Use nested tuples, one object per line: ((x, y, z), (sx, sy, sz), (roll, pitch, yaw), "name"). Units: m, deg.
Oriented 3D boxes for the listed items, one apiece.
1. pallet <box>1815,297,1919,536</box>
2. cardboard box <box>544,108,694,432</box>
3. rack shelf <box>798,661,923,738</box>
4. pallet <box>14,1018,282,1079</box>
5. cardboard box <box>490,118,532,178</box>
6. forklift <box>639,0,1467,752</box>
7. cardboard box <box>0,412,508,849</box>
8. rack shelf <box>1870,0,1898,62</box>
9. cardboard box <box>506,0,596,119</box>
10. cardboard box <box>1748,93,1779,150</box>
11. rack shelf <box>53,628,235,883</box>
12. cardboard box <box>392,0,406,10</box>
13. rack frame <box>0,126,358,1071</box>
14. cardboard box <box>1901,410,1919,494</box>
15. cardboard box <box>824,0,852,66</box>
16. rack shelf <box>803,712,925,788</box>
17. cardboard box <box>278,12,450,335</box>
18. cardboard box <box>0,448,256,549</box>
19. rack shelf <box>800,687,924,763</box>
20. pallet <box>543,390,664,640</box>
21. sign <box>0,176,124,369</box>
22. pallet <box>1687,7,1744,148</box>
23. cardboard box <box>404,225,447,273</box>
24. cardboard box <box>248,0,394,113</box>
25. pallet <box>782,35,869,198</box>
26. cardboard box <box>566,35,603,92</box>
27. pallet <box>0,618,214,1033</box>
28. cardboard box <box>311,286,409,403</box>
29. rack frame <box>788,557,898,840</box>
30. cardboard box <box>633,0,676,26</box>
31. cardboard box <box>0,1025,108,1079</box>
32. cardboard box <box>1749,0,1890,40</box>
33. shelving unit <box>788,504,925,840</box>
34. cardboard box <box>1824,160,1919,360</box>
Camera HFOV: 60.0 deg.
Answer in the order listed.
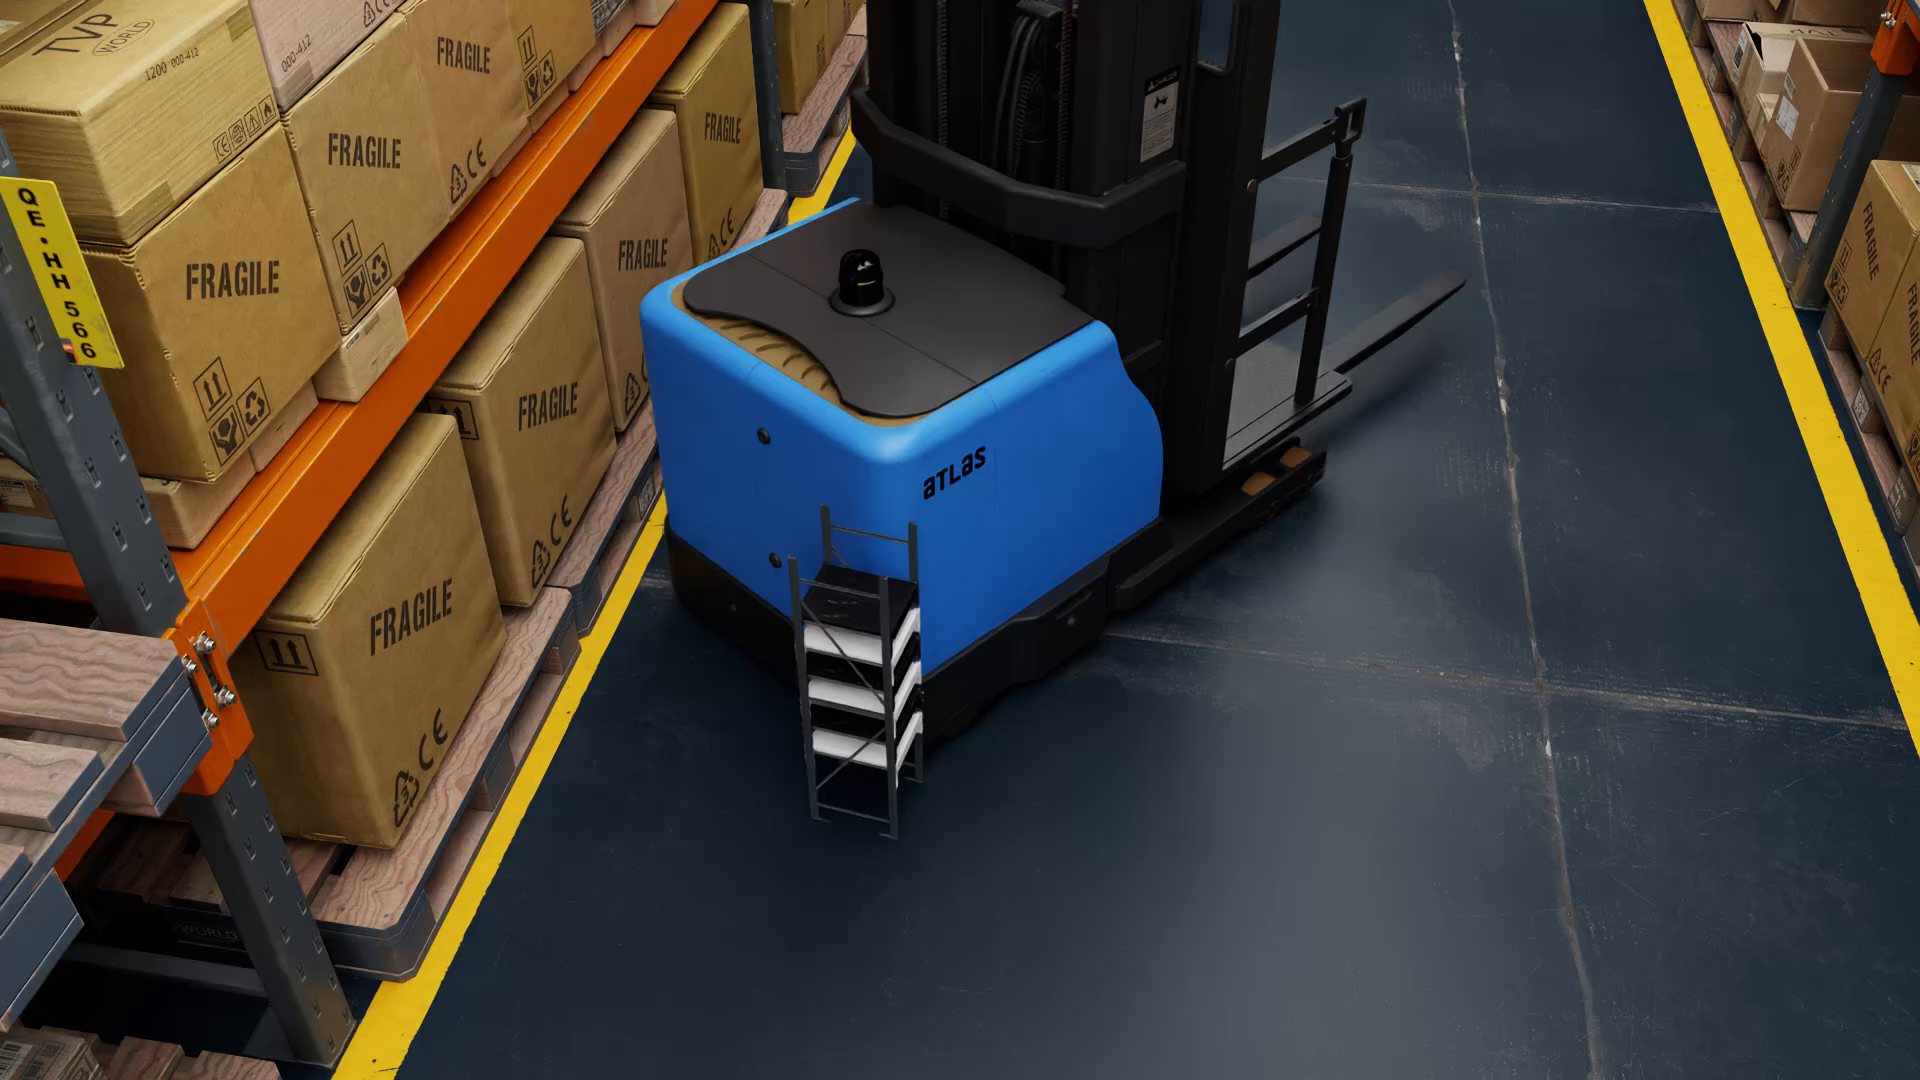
((3.560, -0.418, 5.590), (1.003, 0.211, 1.213), (6, 40, 8), "pallet")
((-1.352, -0.904, 5.347), (0.750, 0.750, 0.750), (8, 40, 9), "cardboard box")
((-0.245, 0.372, 4.146), (0.258, 0.077, 0.200), (11, 41, 13), "rack shelf")
((-2.045, 1.524, 3.241), (1.003, 0.211, 1.213), (6, 40, 8), "pallet")
((-1.369, -1.096, 4.404), (0.380, 0.149, 0.250), (7, 40, 8), "cardboard box")
((0.541, -1.392, 4.633), (3.031, 2.935, 1.130), (-32, 49, -33), "forklift")
((-1.652, 0.179, 4.037), (0.750, 0.750, 0.750), (6, 40, 7), "cardboard box")
((4.009, -2.985, 7.071), (1.077, 0.370, 4.000), (6, 40, 8), "rack shelf")
((-1.303, -1.445, 4.316), (0.500, 0.500, 0.500), (7, 40, 9), "cardboard box")
((3.488, -1.709, 6.855), (0.380, 0.149, 0.250), (6, 40, 8), "cardboard box")
((-2.255, 1.492, 1.656), (1.077, 0.370, 4.000), (6, 40, 8), "rack shelf")
((-1.401, -1.399, 3.671), (0.500, 0.250, 0.500), (7, 40, 8), "cardboard box")
((-1.909, -0.041, 2.945), (1.000, 3.000, 0.127), (6, 40, 8), "rack frame")
((3.164, -0.288, 4.860), (0.500, 0.500, 0.500), (7, 40, 8), "cardboard box")
((-0.896, -2.522, 7.579), (0.700, 0.500, 0.500), (6, 40, 7), "cardboard box")
((-0.245, 0.510, 4.261), (0.258, 0.077, 0.200), (11, 41, 13), "rack shelf")
((-1.473, -0.806, 3.543), (0.500, 0.500, 0.500), (8, 40, 9), "cardboard box")
((-1.623, -0.133, 3.238), (0.380, 0.149, 0.250), (6, 40, 7), "cardboard box")
((-0.245, 0.441, 4.203), (0.258, 0.077, 0.200), (11, 41, 13), "rack shelf")
((-1.484, -0.216, 5.345), (1.003, 0.211, 1.213), (6, 40, 8), "pallet")
((-1.372, -0.402, 2.536), (0.100, 0.325, 0.005), (6, 40, 8), "sign")
((3.992, -2.131, 7.662), (1.003, 0.211, 1.213), (6, 40, 8), "pallet")
((-1.483, -0.782, 4.024), (0.380, 0.149, 0.250), (7, 40, 9), "cardboard box")
((-1.484, -1.084, 3.291), (0.500, 0.250, 0.500), (6, 40, 7), "cardboard box")
((-1.008, -1.945, 7.437), (1.003, 0.211, 1.213), (6, 40, 8), "pallet")
((-1.259, -1.426, 4.802), (0.380, 0.149, 0.250), (5, 40, 6), "cardboard box")
((-1.927, 0.492, 2.451), (1.213, 0.211, 1.003), (6, 40, 8), "pallet")
((-1.442, -0.447, 3.618), (0.380, 0.149, 0.250), (8, 40, 9), "cardboard box")
((-0.276, 0.408, 4.050), (0.240, 0.900, 0.006), (11, 41, 13), "rack frame")
((-1.093, -1.728, 5.167), (0.380, 0.149, 0.250), (6, 40, 8), "cardboard box")
((-1.982, 1.211, 3.048), (0.700, 0.500, 0.500), (7, 40, 8), "cardboard box")
((3.983, -2.394, 7.406), (0.797, 0.503, 0.637), (6, 40, 8), "cardboard box")
((-0.245, 0.346, 4.124), (0.258, 0.900, 0.210), (11, 41, 13), "shelving unit")
((3.340, -0.937, 5.645), (0.500, 0.500, 0.500), (5, 40, 6), "cardboard box")
